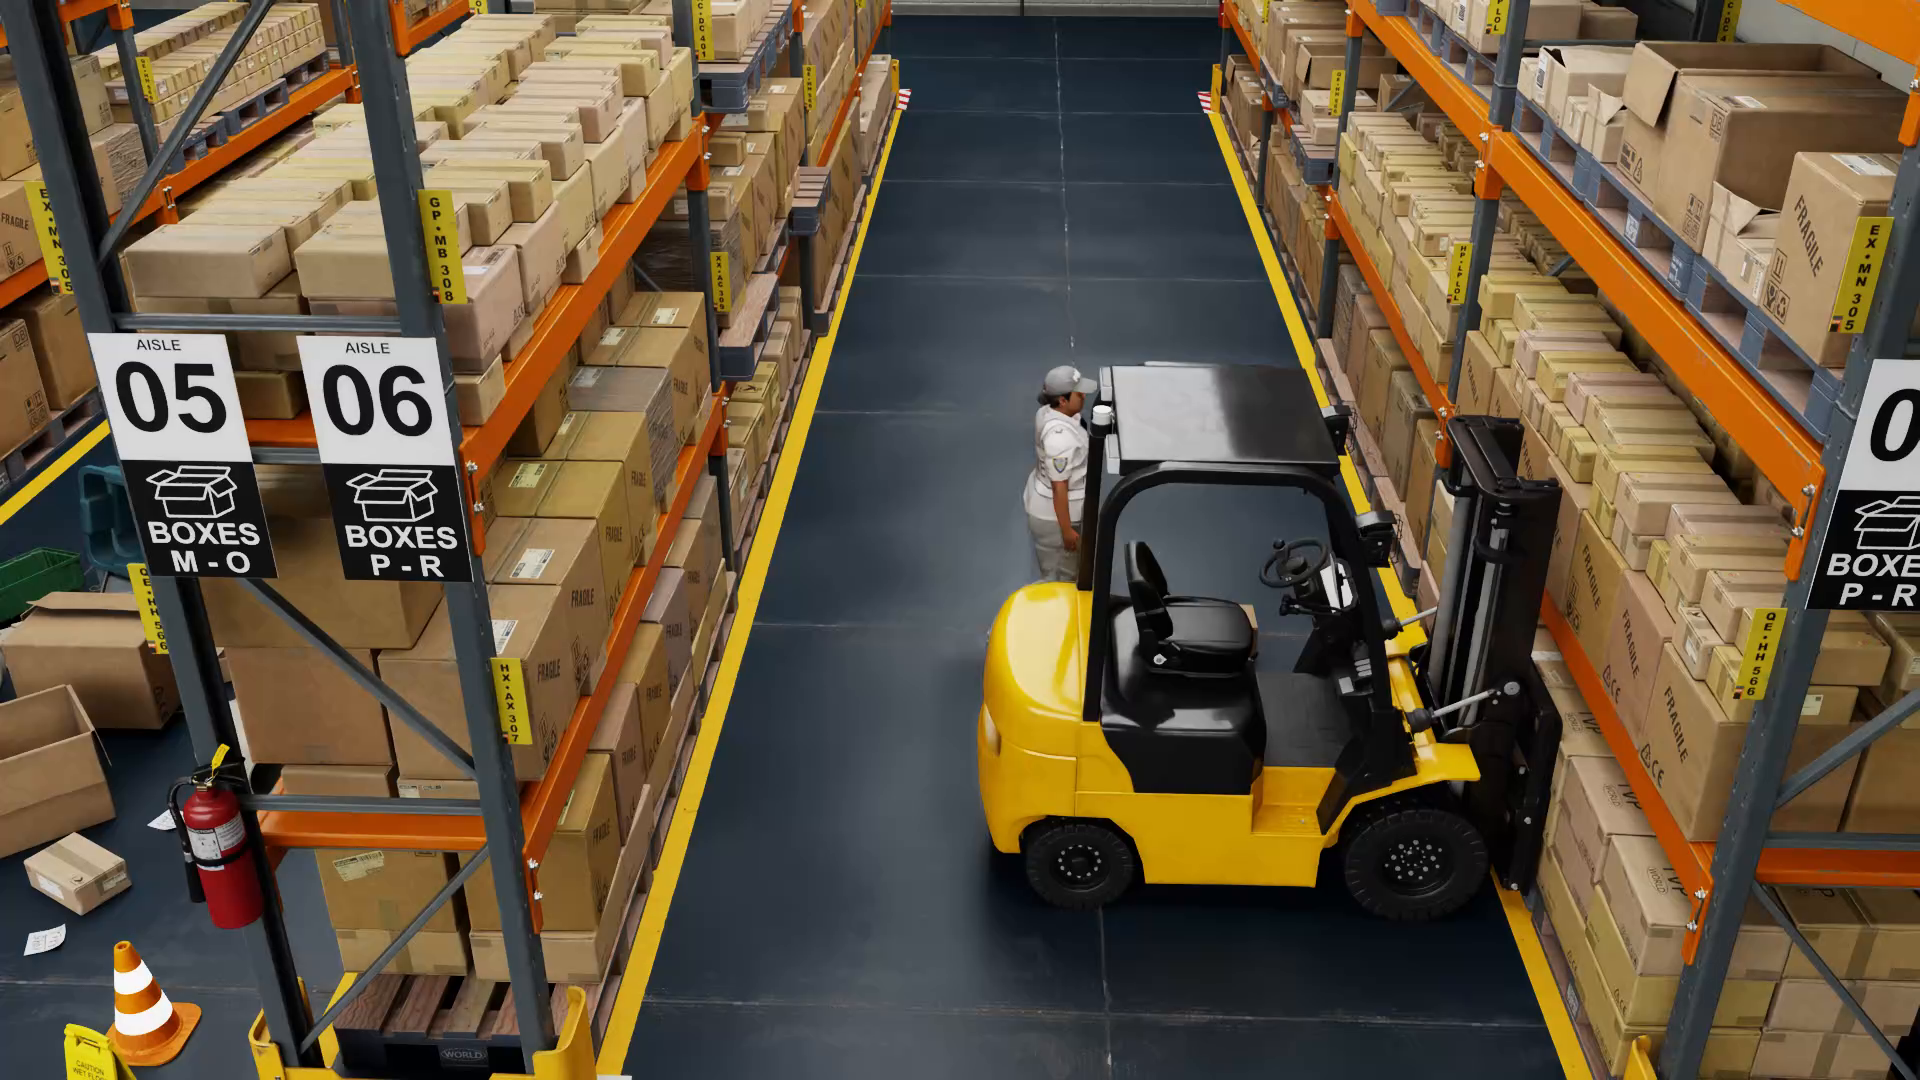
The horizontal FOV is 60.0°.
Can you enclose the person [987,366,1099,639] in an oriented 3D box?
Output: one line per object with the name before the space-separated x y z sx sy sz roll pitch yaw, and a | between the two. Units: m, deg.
person | 0.493 -0.150 8.885 0.700 1.655 0.484 0 28 -1
